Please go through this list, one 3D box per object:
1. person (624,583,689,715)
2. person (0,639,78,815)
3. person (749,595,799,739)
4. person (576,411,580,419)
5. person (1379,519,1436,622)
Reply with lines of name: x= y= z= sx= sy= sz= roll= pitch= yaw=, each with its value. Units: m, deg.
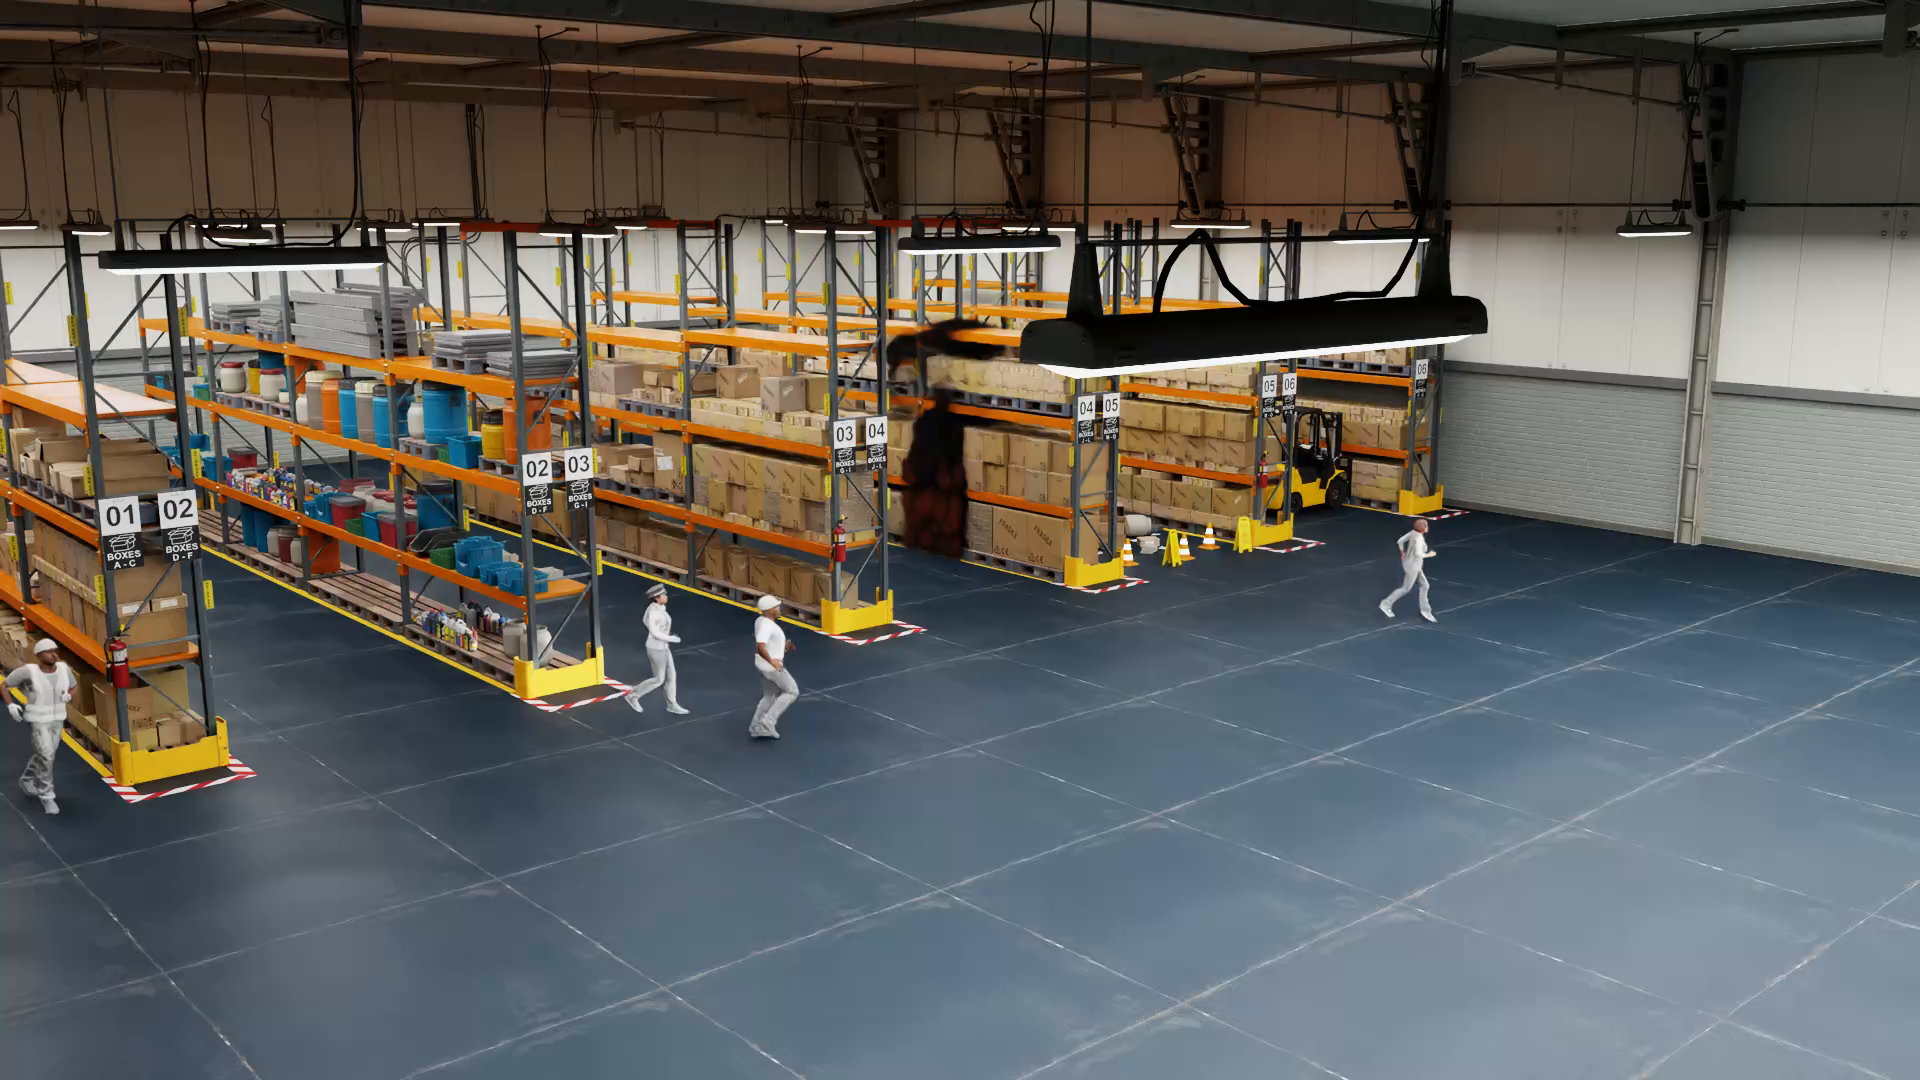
person: x=-3.822 y=1.375 z=20.839 sx=0.789 sy=1.709 sz=0.641 roll=-2 pitch=12 yaw=-7
person: x=-9.780 y=1.952 z=17.819 sx=0.826 sy=1.820 sz=0.707 roll=5 pitch=13 yaw=25
person: x=-2.228 y=1.515 z=19.940 sx=0.653 sy=1.742 sz=0.675 roll=-5 pitch=12 yaw=-22
person: x=-9.253 y=-2.621 z=40.808 sx=0.553 sy=1.599 sz=0.855 roll=5 pitch=13 yaw=24
person: x=6.911 y=0.467 z=25.538 sx=0.872 sy=1.621 sz=0.562 roll=1 pitch=11 yaw=5
